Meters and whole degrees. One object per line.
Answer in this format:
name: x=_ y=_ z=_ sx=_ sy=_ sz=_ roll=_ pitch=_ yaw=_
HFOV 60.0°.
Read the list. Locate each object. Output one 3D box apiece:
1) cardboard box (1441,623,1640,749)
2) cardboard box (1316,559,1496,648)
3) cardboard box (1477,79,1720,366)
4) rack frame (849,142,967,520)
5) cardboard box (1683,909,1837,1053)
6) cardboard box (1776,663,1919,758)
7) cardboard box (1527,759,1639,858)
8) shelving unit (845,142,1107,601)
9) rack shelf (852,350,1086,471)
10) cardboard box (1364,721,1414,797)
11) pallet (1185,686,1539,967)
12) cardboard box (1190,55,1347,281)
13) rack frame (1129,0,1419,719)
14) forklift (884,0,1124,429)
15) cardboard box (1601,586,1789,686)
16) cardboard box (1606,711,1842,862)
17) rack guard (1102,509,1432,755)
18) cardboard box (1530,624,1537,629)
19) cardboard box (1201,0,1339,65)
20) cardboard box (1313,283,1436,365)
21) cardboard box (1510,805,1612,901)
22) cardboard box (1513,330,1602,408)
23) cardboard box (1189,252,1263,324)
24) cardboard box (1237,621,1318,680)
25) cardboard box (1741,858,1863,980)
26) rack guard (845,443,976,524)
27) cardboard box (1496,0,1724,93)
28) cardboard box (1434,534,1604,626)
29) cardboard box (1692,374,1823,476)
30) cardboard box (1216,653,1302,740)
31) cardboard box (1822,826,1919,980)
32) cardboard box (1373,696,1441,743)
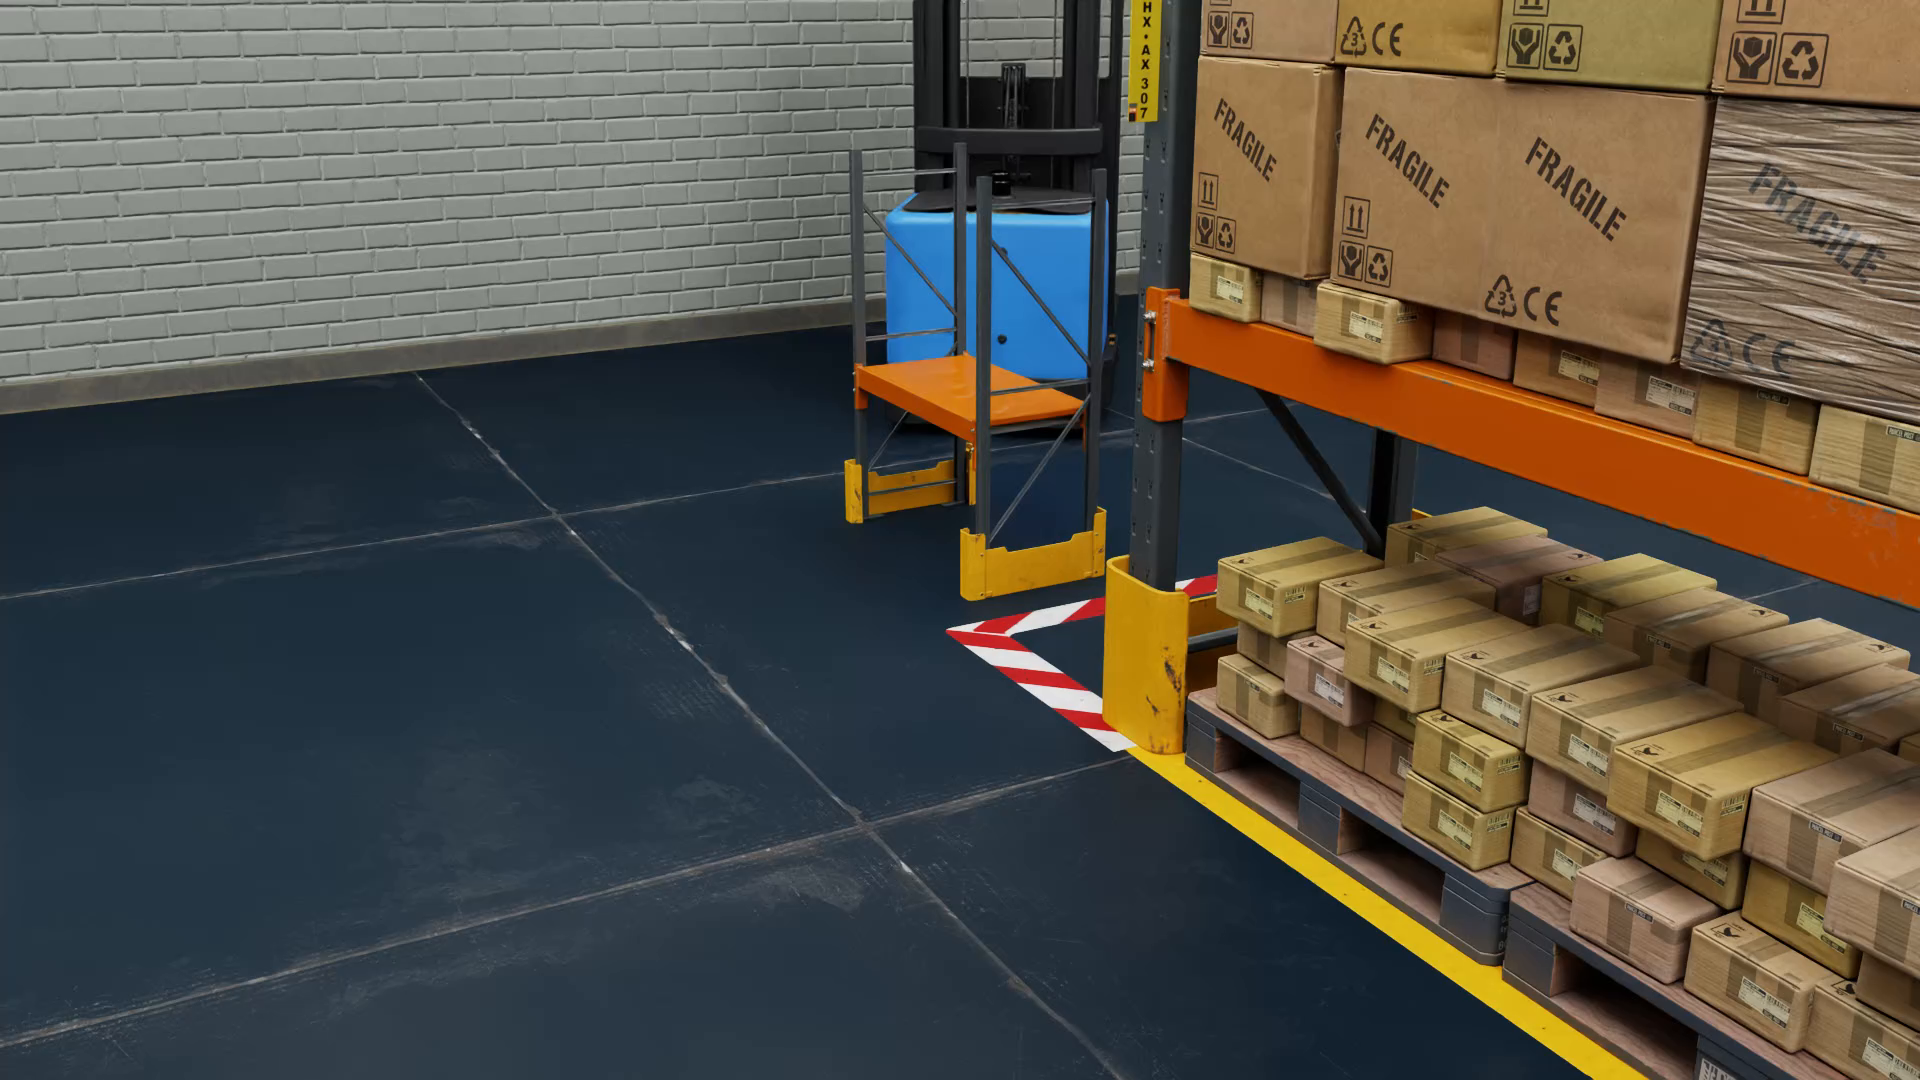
cardboard box: x=1.353 y=0.334 z=3.879 sx=0.380 sy=0.149 sz=0.250 roll=-11 pitch=22 yaw=-29
cardboard box: x=1.155 y=0.184 z=4.315 sx=0.380 sy=0.149 sz=0.250 roll=-10 pitch=21 yaw=-26
cardboard box: x=1.437 y=-0.672 z=3.370 sx=0.500 sy=0.500 sz=0.500 roll=-10 pitch=21 yaw=-26
rack frame: x=-0.201 y=-0.830 z=6.739 sx=0.500 sy=1.500 sz=0.032 roll=-10 pitch=21 yaw=-27
cardboard box: x=1.682 y=0.843 z=3.315 sx=0.380 sy=0.149 sz=0.250 roll=-10 pitch=21 yaw=-27
cardboard box: x=2.018 y=0.414 z=3.647 sx=0.380 sy=0.149 sz=0.250 roll=-11 pitch=22 yaw=-28
cardboard box: x=1.502 y=0.547 z=3.719 sx=0.380 sy=0.149 sz=0.250 roll=-11 pitch=22 yaw=-29
shelving unit: x=0.036 y=-0.687 z=6.323 sx=0.587 sy=1.500 sz=1.083 roll=-10 pitch=21 yaw=-27
rack shelf: x=0.041 y=-0.514 z=6.374 sx=0.538 sy=0.185 sz=1.000 roll=-10 pitch=21 yaw=-27
cardboard box: x=1.256 y=0.534 z=4.212 sx=0.380 sy=0.149 sz=0.250 roll=-10 pitch=21 yaw=-26
pallet: x=1.359 y=0.631 z=4.479 sx=1.003 sy=0.211 sz=1.213 roll=-10 pitch=21 yaw=-27
cardboard box: x=0.939 y=-0.964 z=4.217 sx=0.500 sy=0.500 sz=0.500 roll=-9 pitch=21 yaw=-24
rack frame: x=0.968 y=-0.948 z=4.779 sx=1.000 sy=3.000 sz=0.127 roll=-10 pitch=21 yaw=-27
forklift: x=0.331 y=-2.353 z=8.958 sx=1.130 sy=2.935 sz=3.031 roll=2 pitch=19 yaw=7
cardboard box: x=1.814 y=0.253 z=4.115 sx=0.380 sy=0.149 sz=0.250 roll=-11 pitch=22 yaw=-29
cardboard box: x=1.561 y=0.498 z=3.404 sx=0.380 sy=0.149 sz=0.250 roll=-10 pitch=21 yaw=-26
rack guard: x=1.005 y=0.256 z=5.124 sx=1.175 sy=0.500 sz=0.348 roll=-10 pitch=21 yaw=-27
cardboard box: x=1.547 y=0.252 z=4.575 sx=0.380 sy=0.149 sz=0.250 roll=-11 pitch=22 yaw=-28
cardboard box: x=0.948 y=-1.438 z=4.059 sx=0.500 sy=0.500 sz=0.500 roll=-10 pitch=21 yaw=-27
cardboard box: x=1.072 y=-0.533 z=3.963 sx=0.380 sy=0.149 sz=0.250 roll=-11 pitch=22 yaw=-28
cardboard box: x=1.486 y=0.683 z=3.780 sx=0.380 sy=0.149 sz=0.250 roll=-10 pitch=21 yaw=-27
cardboard box: x=1.423 y=-0.398 z=3.572 sx=0.380 sy=0.149 sz=0.250 roll=-10 pitch=22 yaw=-27
cardboard box: x=0.834 y=-0.685 z=4.404 sx=0.380 sy=0.149 sz=0.250 roll=-10 pitch=21 yaw=-27
cardboard box: x=0.991 y=0.251 z=4.576 sx=0.380 sy=0.149 sz=0.250 roll=-9 pitch=21 yaw=-24
cardboard box: x=1.787 y=0.697 z=3.282 sx=0.380 sy=0.149 sz=0.250 roll=-9 pitch=21 yaw=-24
rack guard: x=-0.200 y=-0.239 z=6.941 sx=0.587 sy=0.250 sz=0.087 roll=-10 pitch=21 yaw=-27
cardboard box: x=1.421 y=-1.142 z=3.199 sx=0.500 sy=0.500 sz=0.500 roll=-11 pitch=22 yaw=-28
cardboard box: x=1.512 y=0.114 z=4.517 sx=0.380 sy=0.149 sz=0.250 roll=-10 pitch=21 yaw=-26
cardboard box: x=1.619 y=-0.245 z=3.129 sx=0.380 sy=0.149 sz=0.250 roll=-9 pitch=21 yaw=-25
cardboard box: x=0.936 y=0.401 z=4.596 sx=0.380 sy=0.149 sz=0.250 roll=-10 pitch=21 yaw=-26
cardboard box: x=1.786 y=0.644 z=2.982 sx=0.380 sy=0.149 sz=0.250 roll=-11 pitch=22 yaw=-29
cardboard box: x=1.266 y=0.395 z=4.159 sx=0.380 sy=0.149 sz=0.250 roll=-10 pitch=21 yaw=-26
